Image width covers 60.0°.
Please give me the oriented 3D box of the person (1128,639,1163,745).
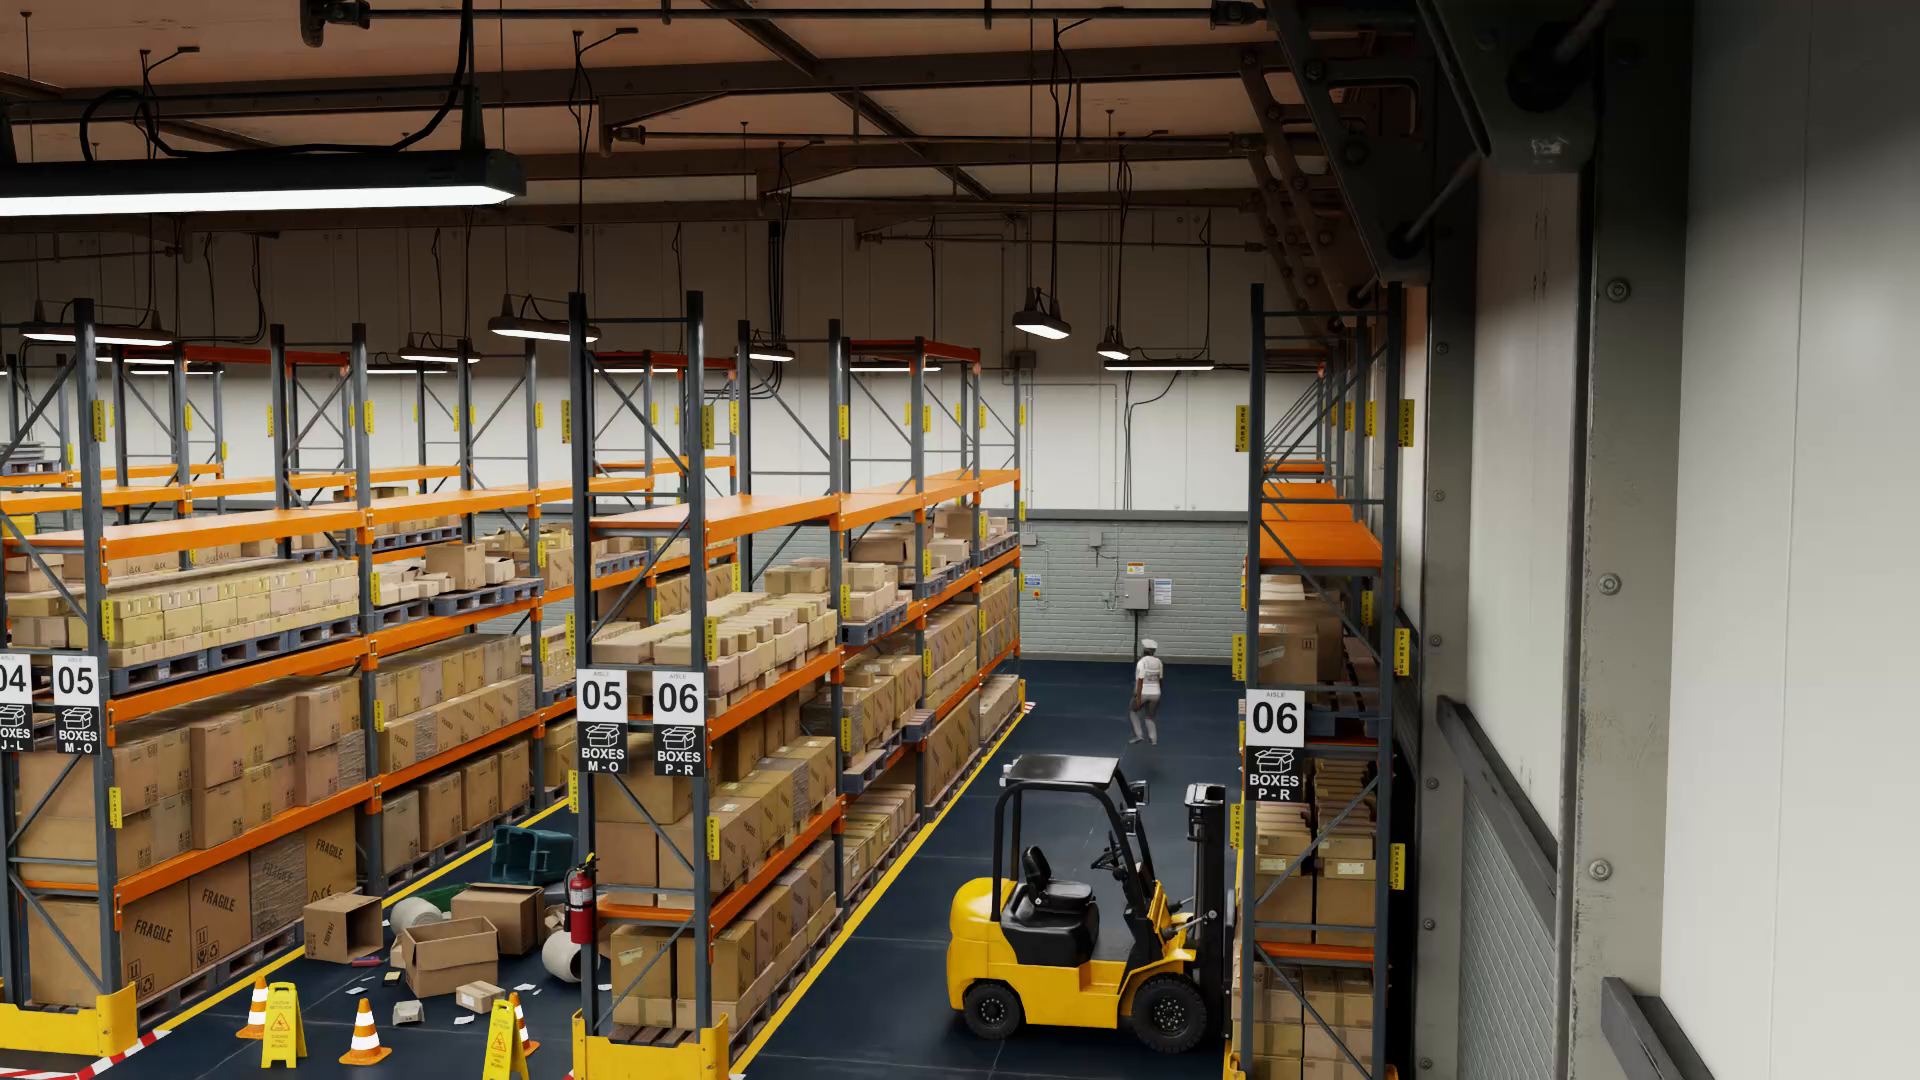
[{"bbox_3d":[2.730,2.222,24.118,0.463,1.570,0.667,-1,5,-12],"label":"person"}]
